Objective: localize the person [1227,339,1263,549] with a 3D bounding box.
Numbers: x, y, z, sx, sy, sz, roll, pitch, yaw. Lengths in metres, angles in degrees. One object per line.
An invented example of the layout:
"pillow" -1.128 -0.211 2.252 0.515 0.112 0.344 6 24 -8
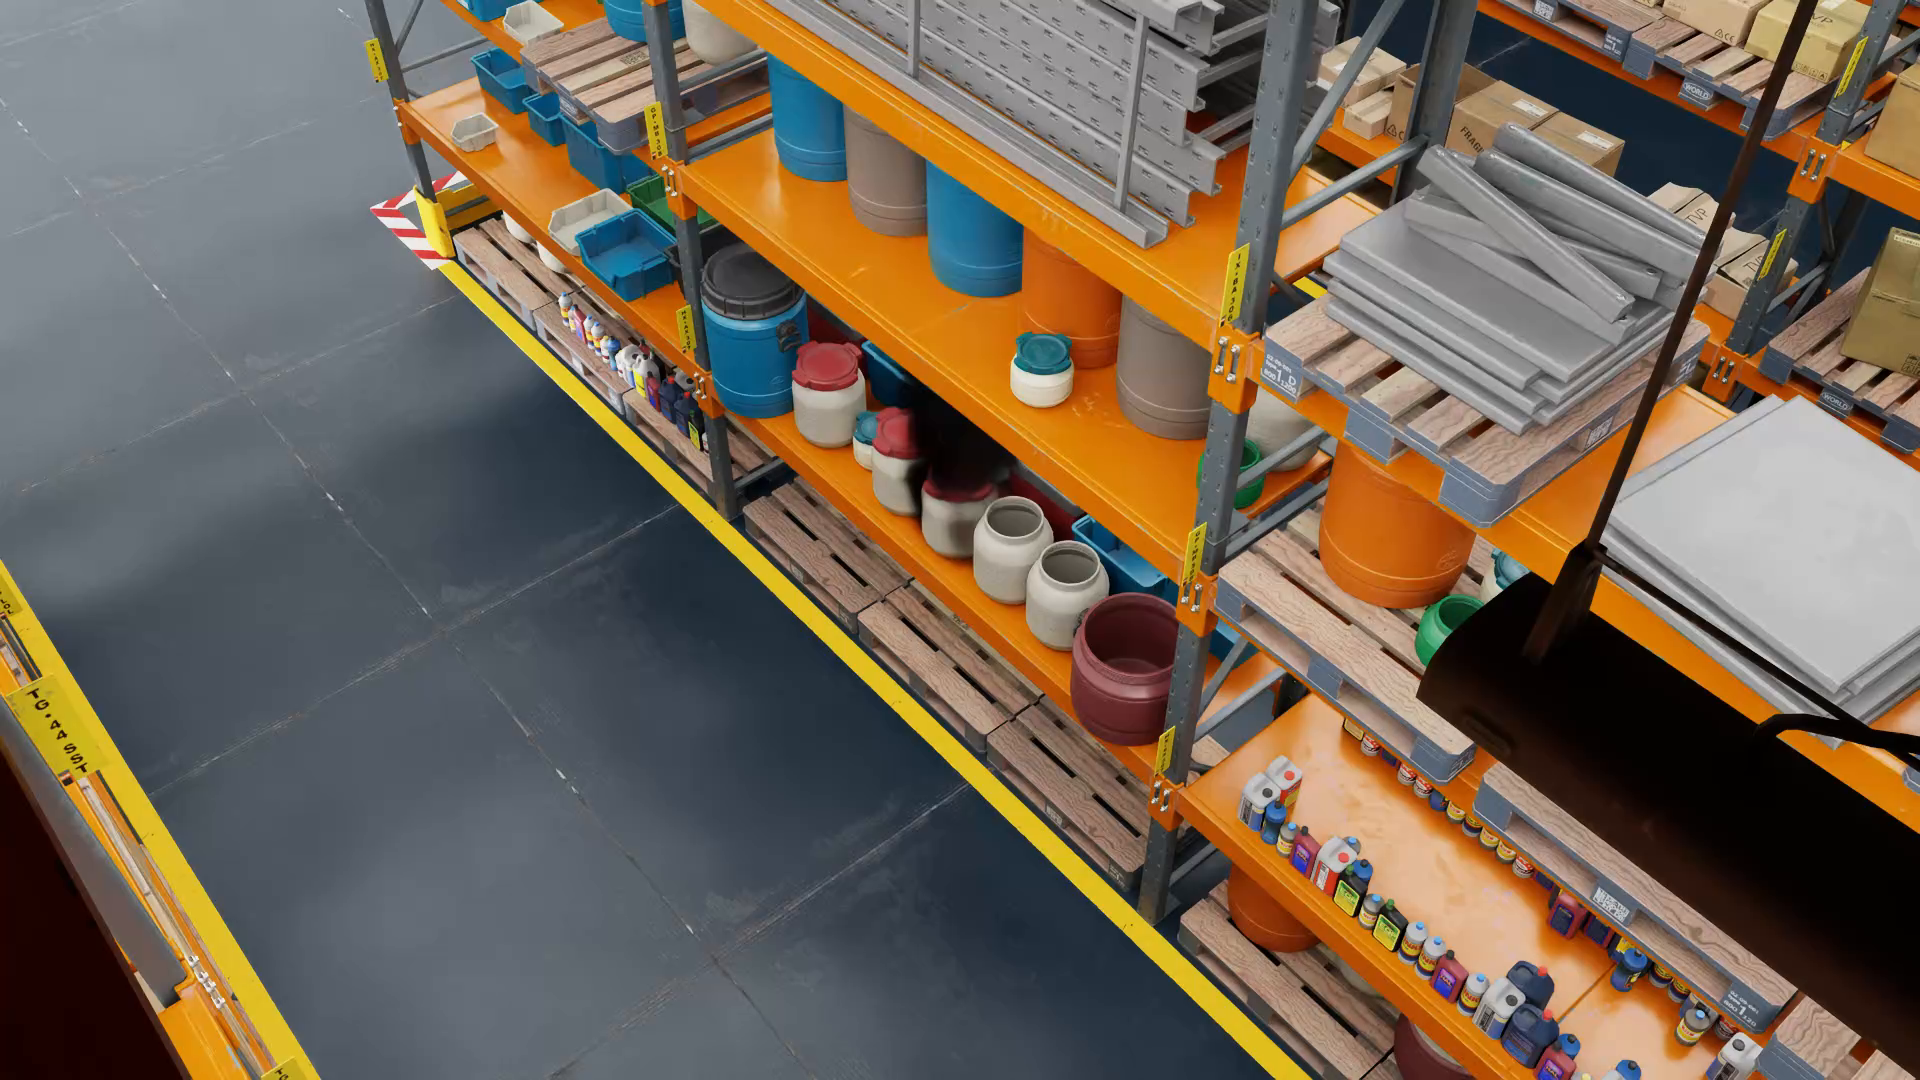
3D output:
"person" 1.569 -0.687 10.005 0.640 1.812 0.837 -29 53 -25
